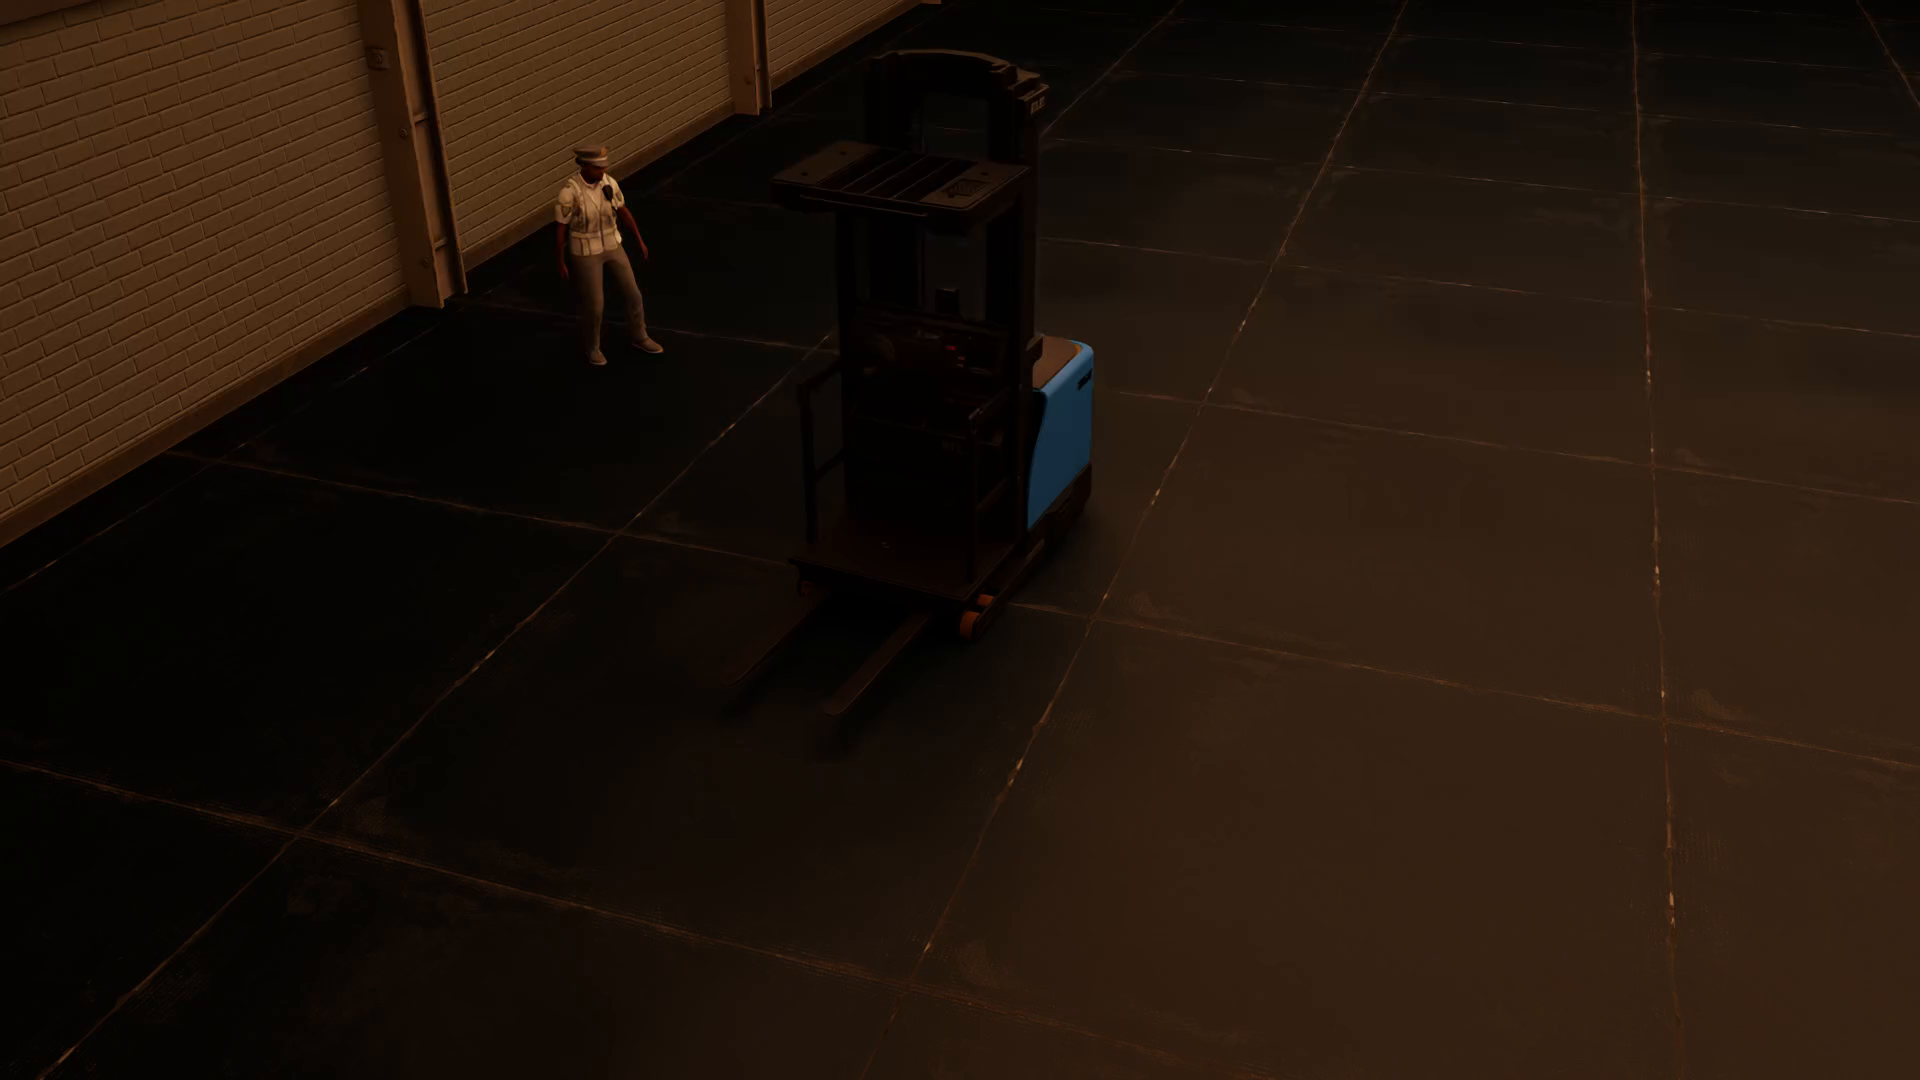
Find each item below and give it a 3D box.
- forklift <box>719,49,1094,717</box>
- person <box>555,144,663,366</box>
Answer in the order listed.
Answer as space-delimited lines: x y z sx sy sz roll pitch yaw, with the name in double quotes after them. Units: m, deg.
-0.267 -0.965 8.829 1.130 2.935 3.031 13 32 22 "forklift"
-2.607 -2.086 12.108 0.696 1.636 0.394 -23 37 -35 "person"
